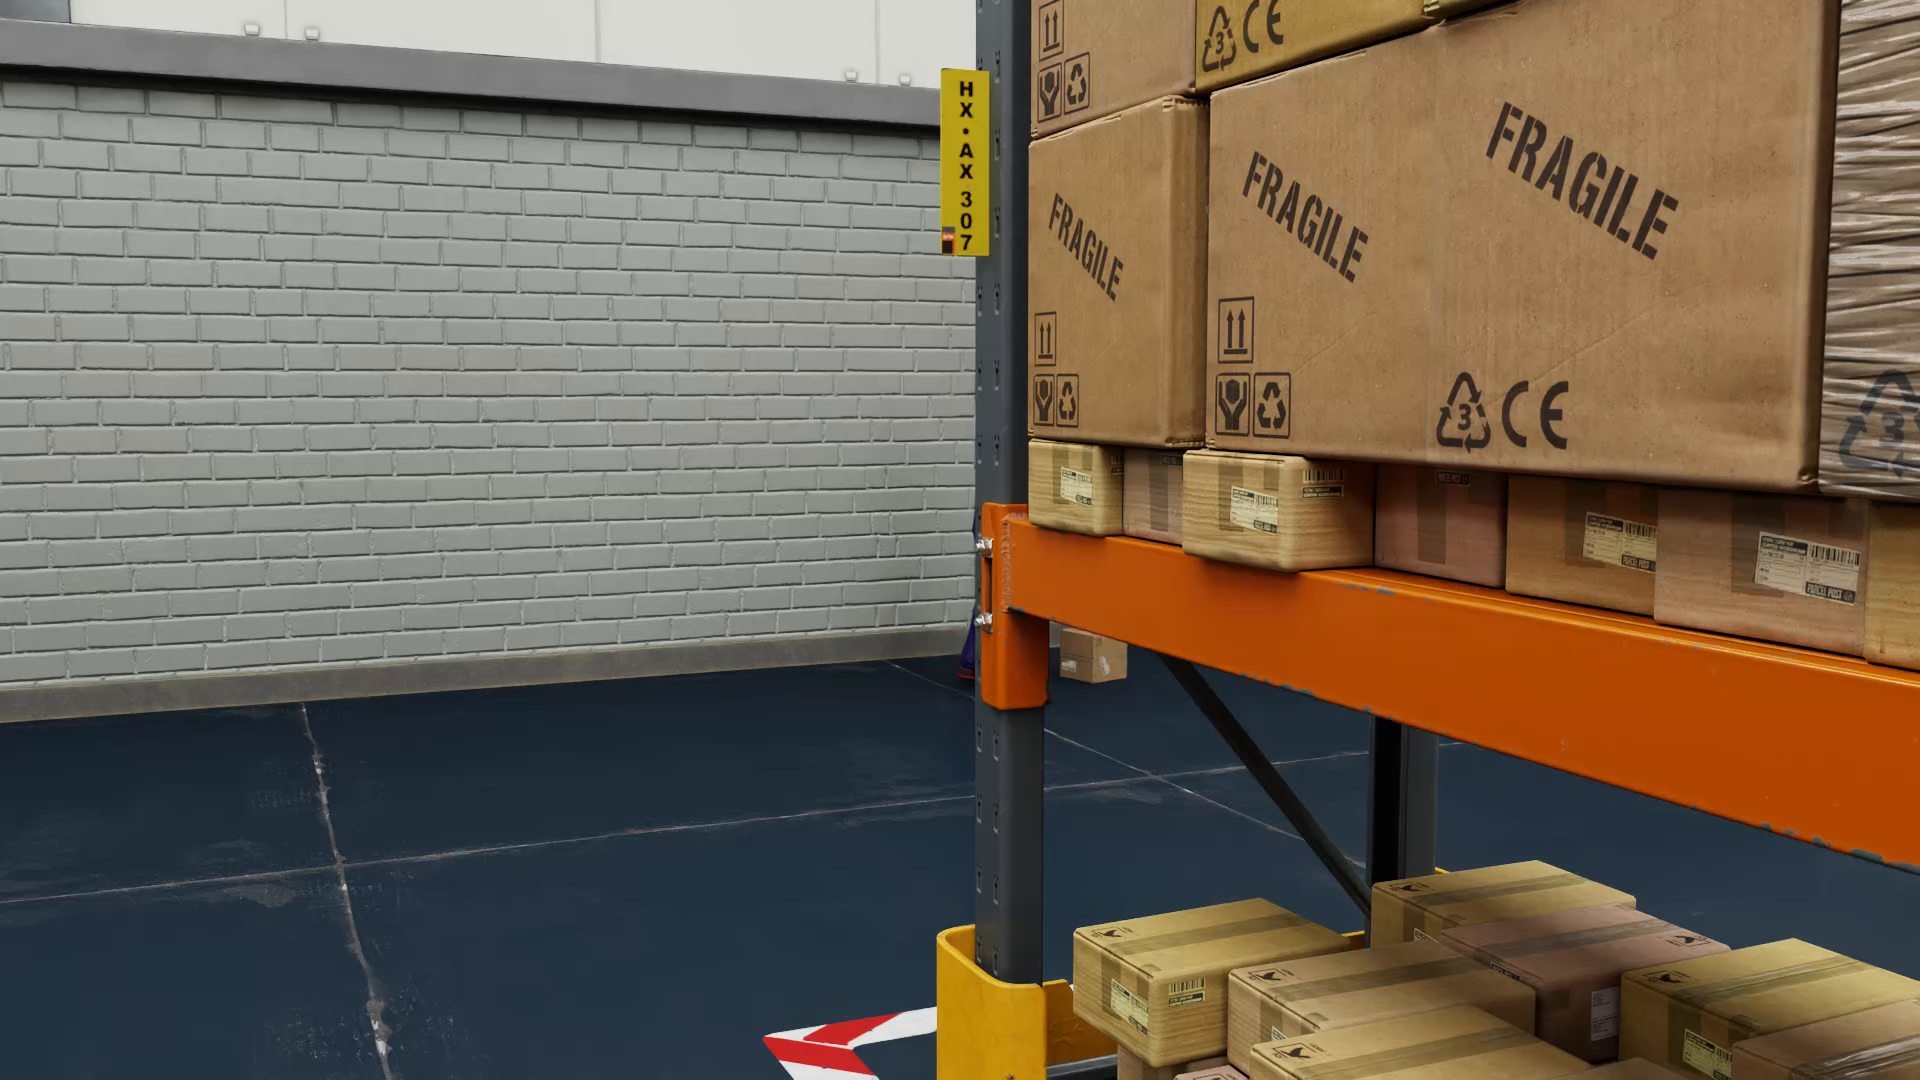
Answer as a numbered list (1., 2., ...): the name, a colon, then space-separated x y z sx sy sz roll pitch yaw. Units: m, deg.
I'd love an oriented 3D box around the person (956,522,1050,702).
1. person: 0.223 -0.051 8.163 0.598 1.636 0.554 3 6 28
